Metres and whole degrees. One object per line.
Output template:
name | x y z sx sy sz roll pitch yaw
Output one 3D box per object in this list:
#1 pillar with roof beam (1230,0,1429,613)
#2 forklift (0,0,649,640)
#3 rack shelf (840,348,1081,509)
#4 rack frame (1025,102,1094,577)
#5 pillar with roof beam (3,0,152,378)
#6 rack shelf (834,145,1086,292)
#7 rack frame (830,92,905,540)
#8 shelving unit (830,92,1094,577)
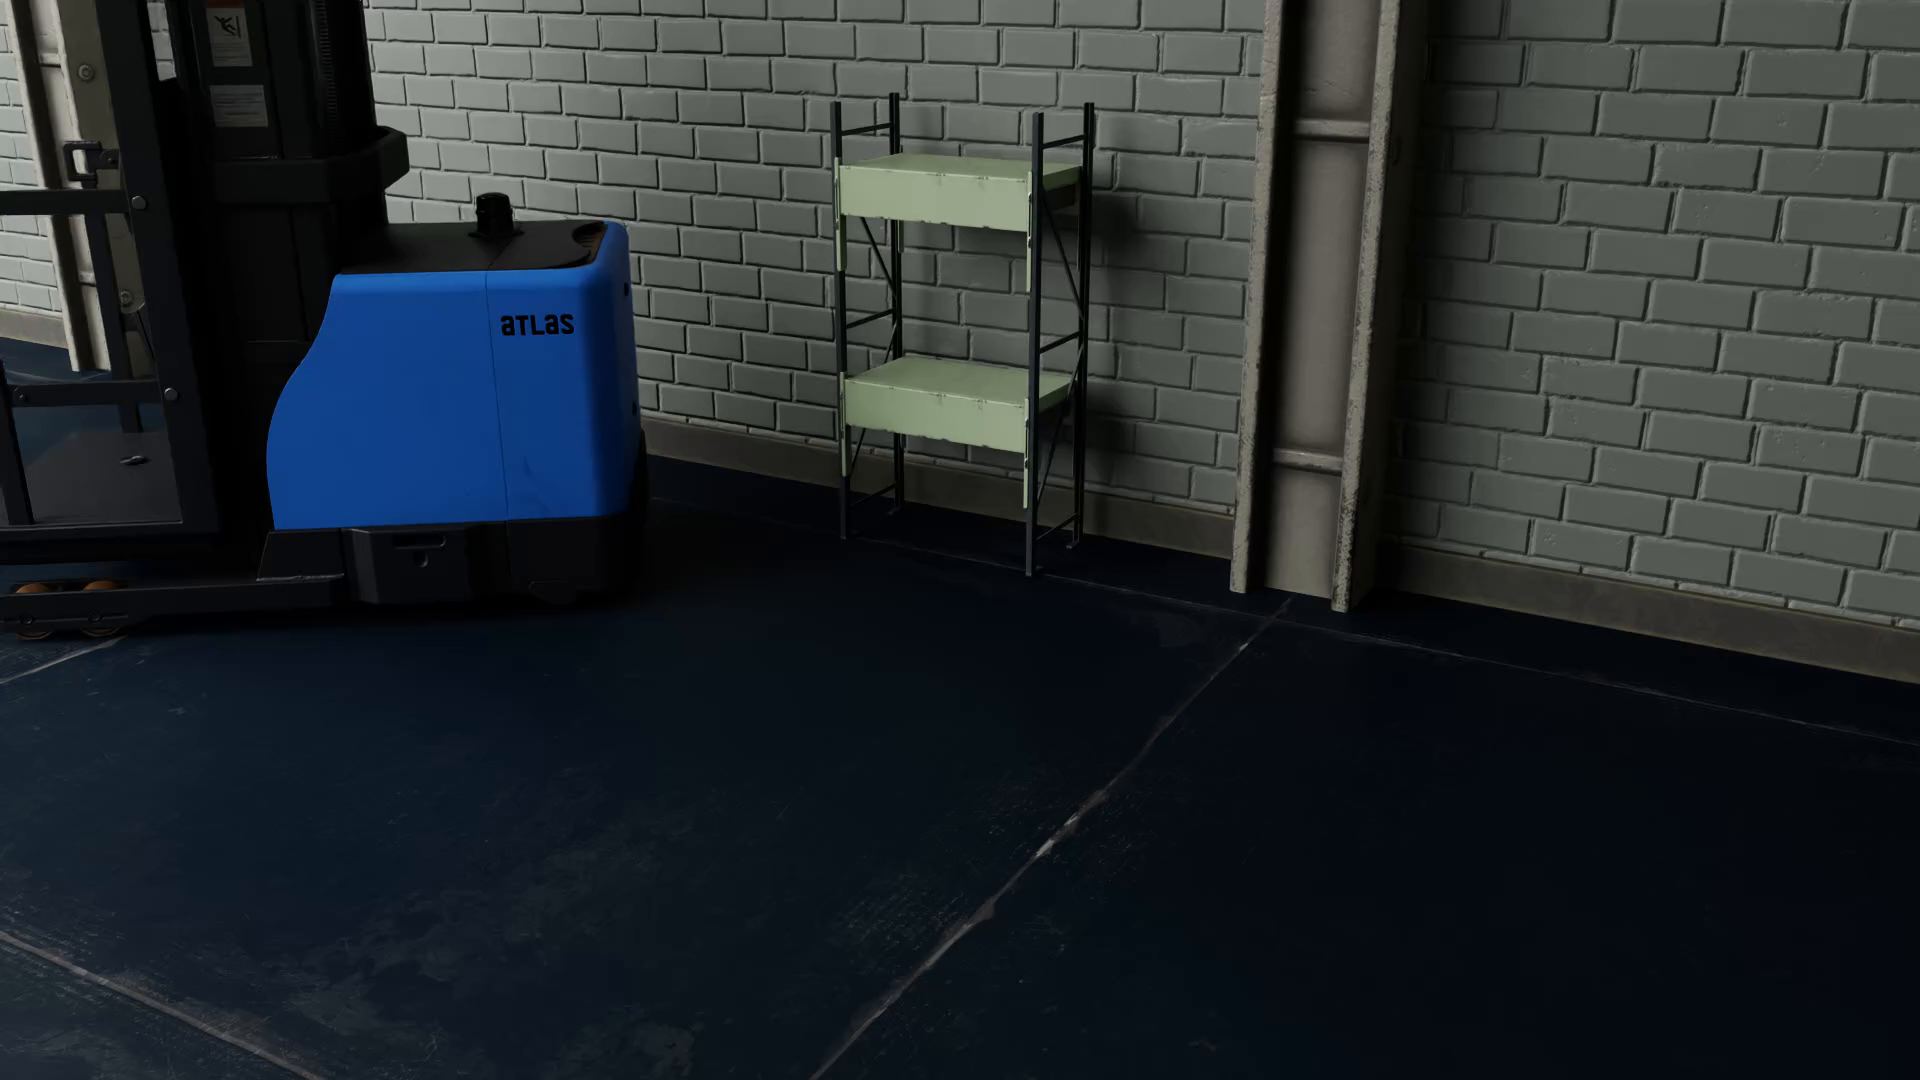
pillar with roof beam | -0.975 -2.797 0.380 0.400 9.000 9.100 11 23 27
forklift | -2.590 -1.267 5.059 3.031 2.935 1.130 -3 20 -7
rack shelf | 0.006 -0.397 5.717 0.720 0.370 0.431 11 23 27
rack frame | 0.325 -0.643 5.439 0.023 1.500 0.400 11 23 27
pillar with roof beam | -6.213 -3.795 3.131 0.400 9.000 9.100 11 23 27
rack shelf | 0.006 -1.071 5.473 0.720 0.370 0.431 11 23 27
rack frame | -0.314 -0.765 5.774 0.023 1.500 0.400 11 23 27
shelving unit | 0.006 -0.704 5.606 0.755 1.500 0.431 11 23 27
